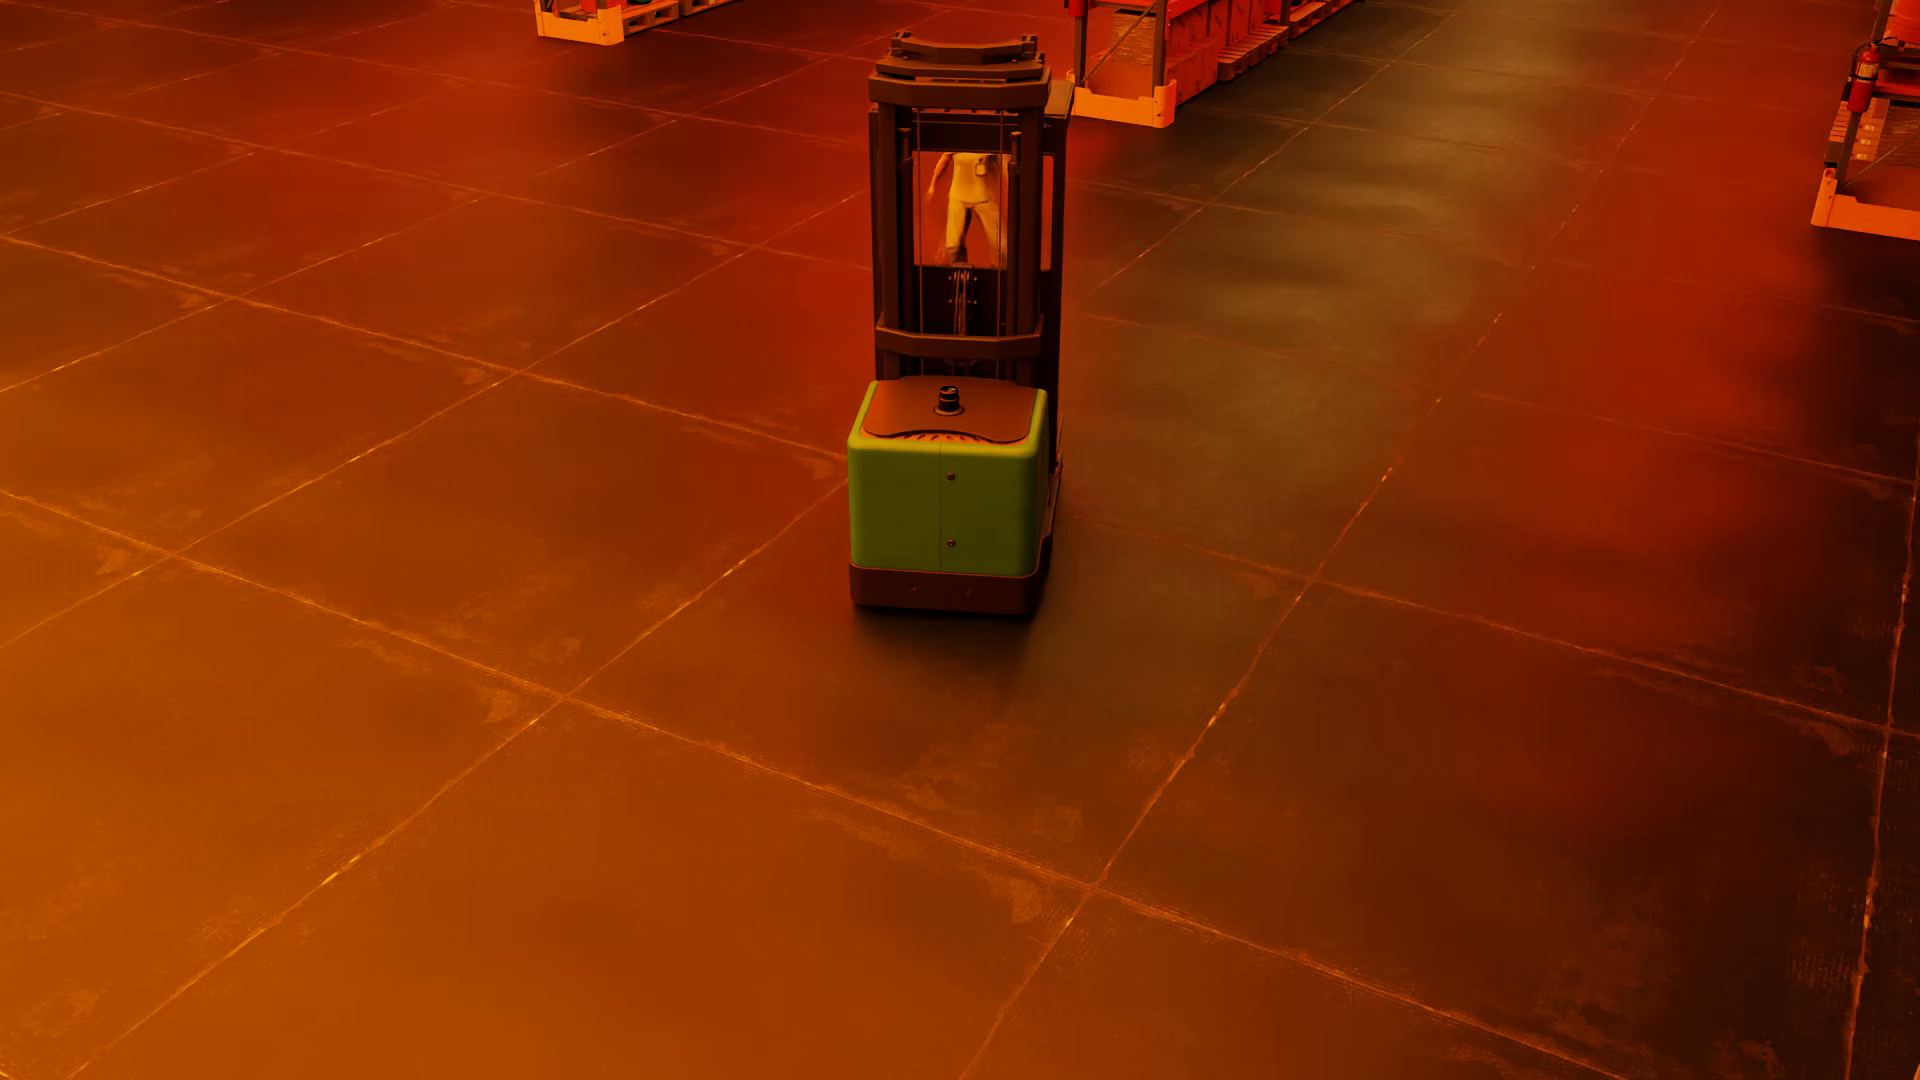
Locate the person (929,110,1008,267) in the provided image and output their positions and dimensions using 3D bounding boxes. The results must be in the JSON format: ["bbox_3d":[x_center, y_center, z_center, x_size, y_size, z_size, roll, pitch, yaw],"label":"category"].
[{"bbox_3d":[0.135,-2.693,13.080,0.799,1.645,0.425,8,31,13],"label":"person"}]

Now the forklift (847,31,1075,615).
[{"bbox_3d":[0.072,-1.572,9.794,1.130,2.935,3.031,3,30,6],"label":"forklift"}]
